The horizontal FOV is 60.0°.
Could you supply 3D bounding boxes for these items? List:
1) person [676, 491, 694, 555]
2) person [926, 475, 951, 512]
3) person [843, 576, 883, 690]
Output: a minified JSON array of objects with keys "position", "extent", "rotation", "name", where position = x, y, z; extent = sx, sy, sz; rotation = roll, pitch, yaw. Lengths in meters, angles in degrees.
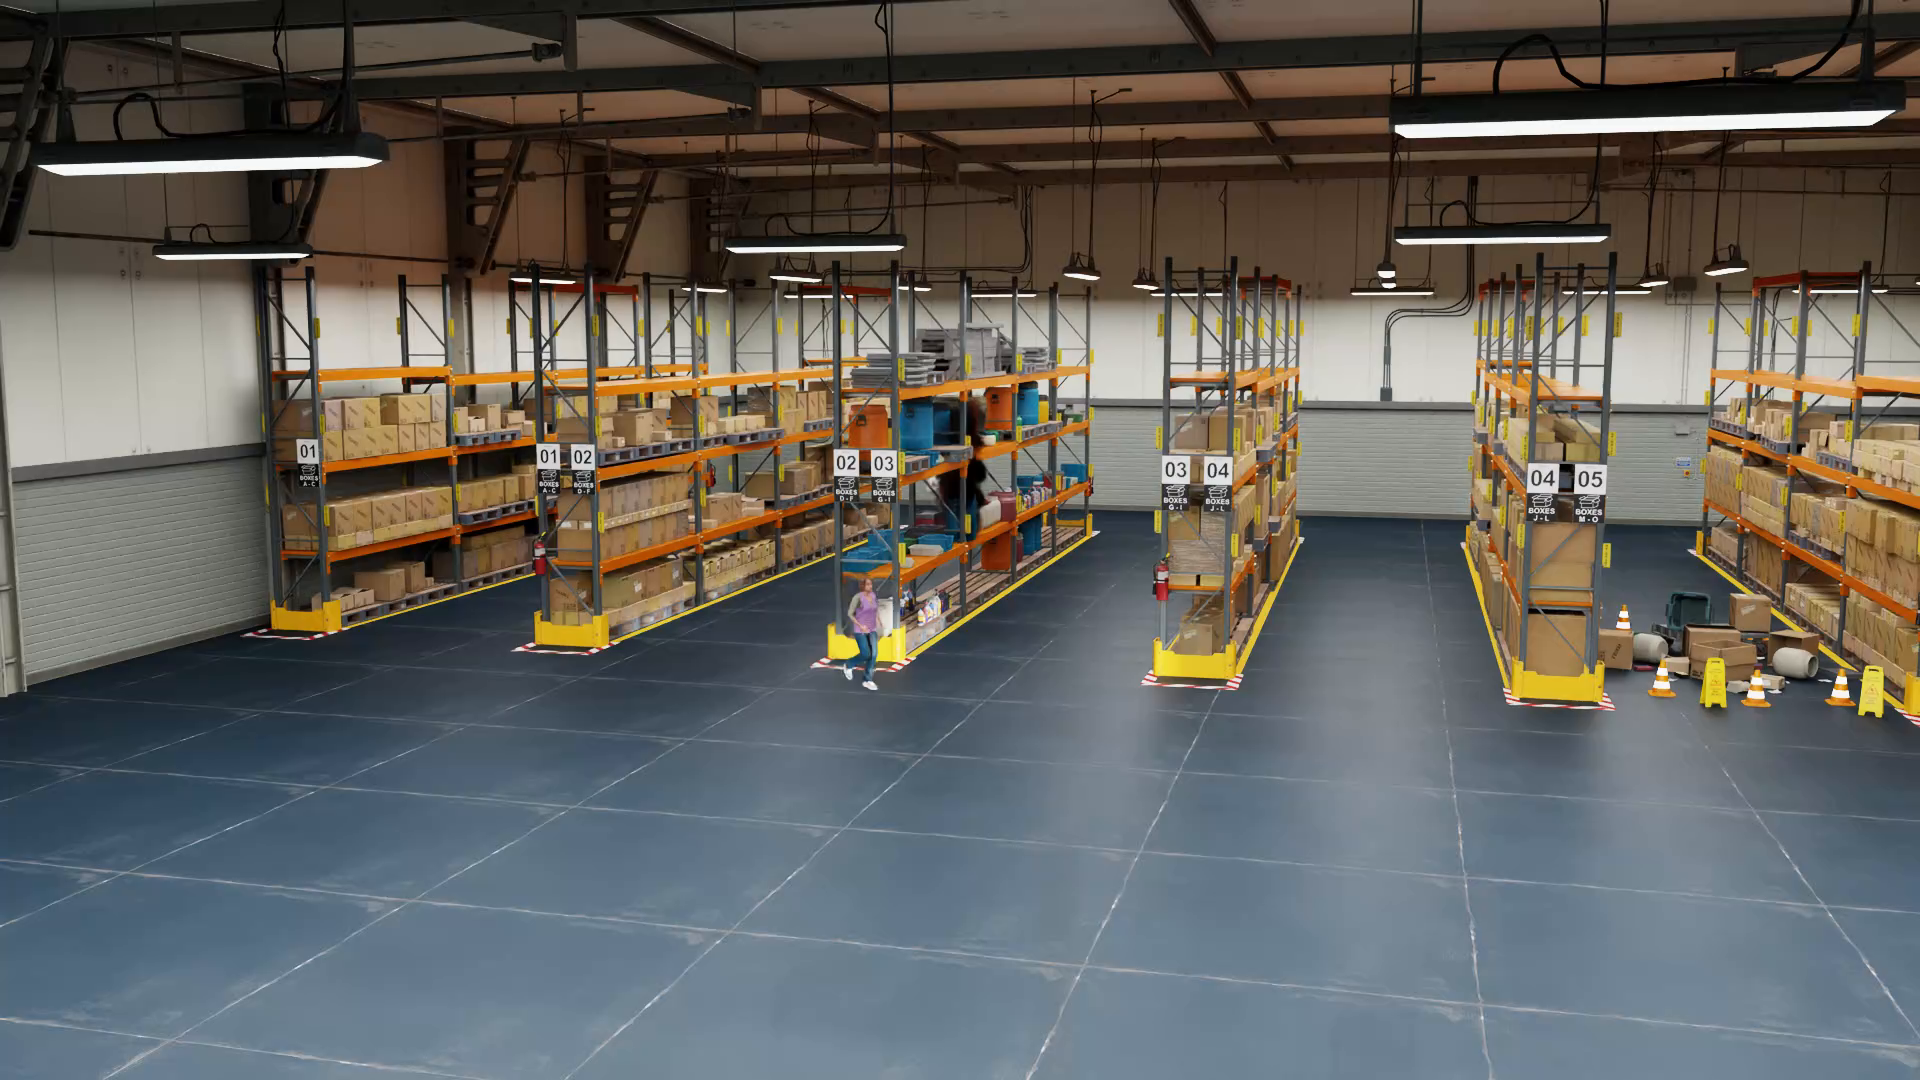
[{"position":[-5.989,-0.416,36.093],"extent":[0.641,1.781,0.727],"rotation":[1,7,8],"name":"person"},{"position":[-0.519,-1.038,41.016],"extent":[0.632,1.653,0.919],"rotation":[-1,7,-4],"name":"person"},{"position":[-1.360,1.286,23.315],"extent":[0.564,1.584,0.609],"rotation":[-7,10,-44],"name":"person"}]
